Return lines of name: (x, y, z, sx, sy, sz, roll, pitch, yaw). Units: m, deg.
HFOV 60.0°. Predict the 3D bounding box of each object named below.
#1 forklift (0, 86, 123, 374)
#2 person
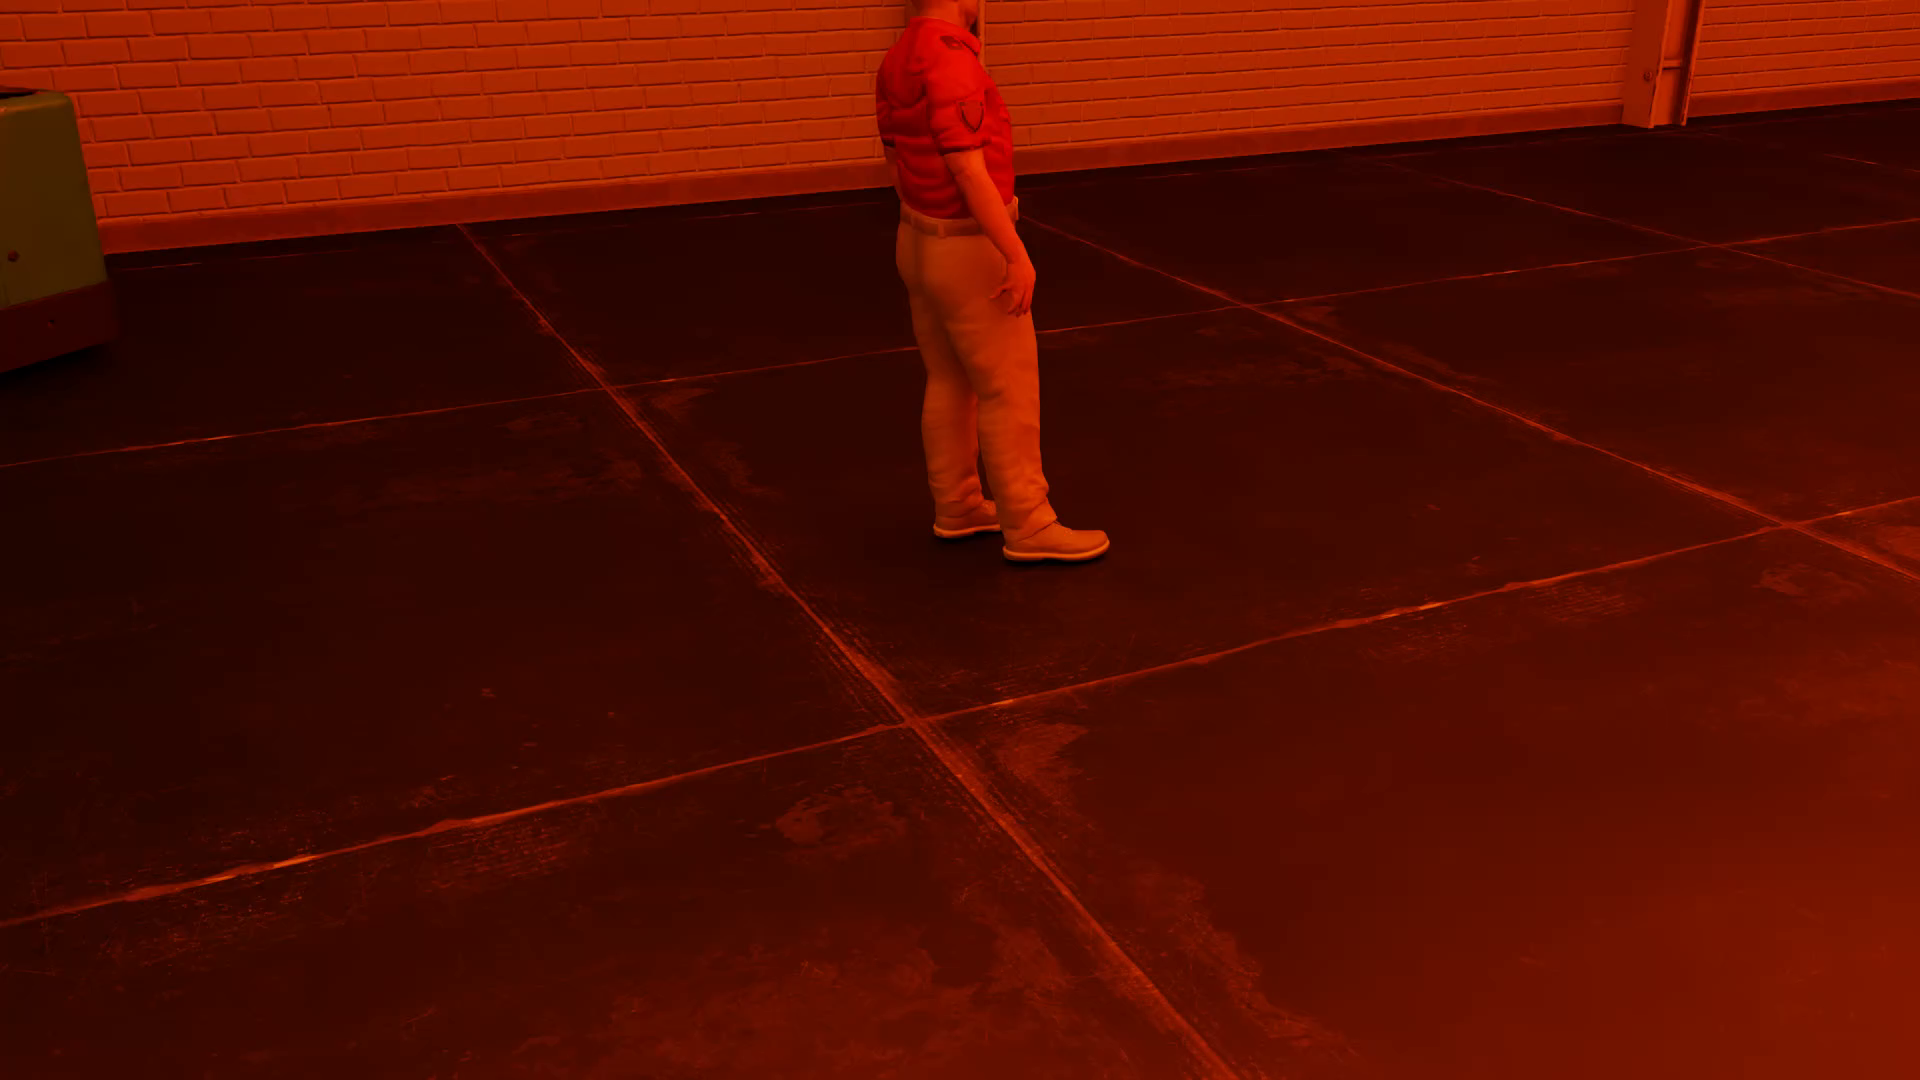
forklift: (-5.074, -2.212, 6.610, 3.031, 2.935, 1.130, 10, 25, 22)
person: (0.086, -0.816, 4.798, 0.550, 1.727, 0.641, -10, 25, -23)
